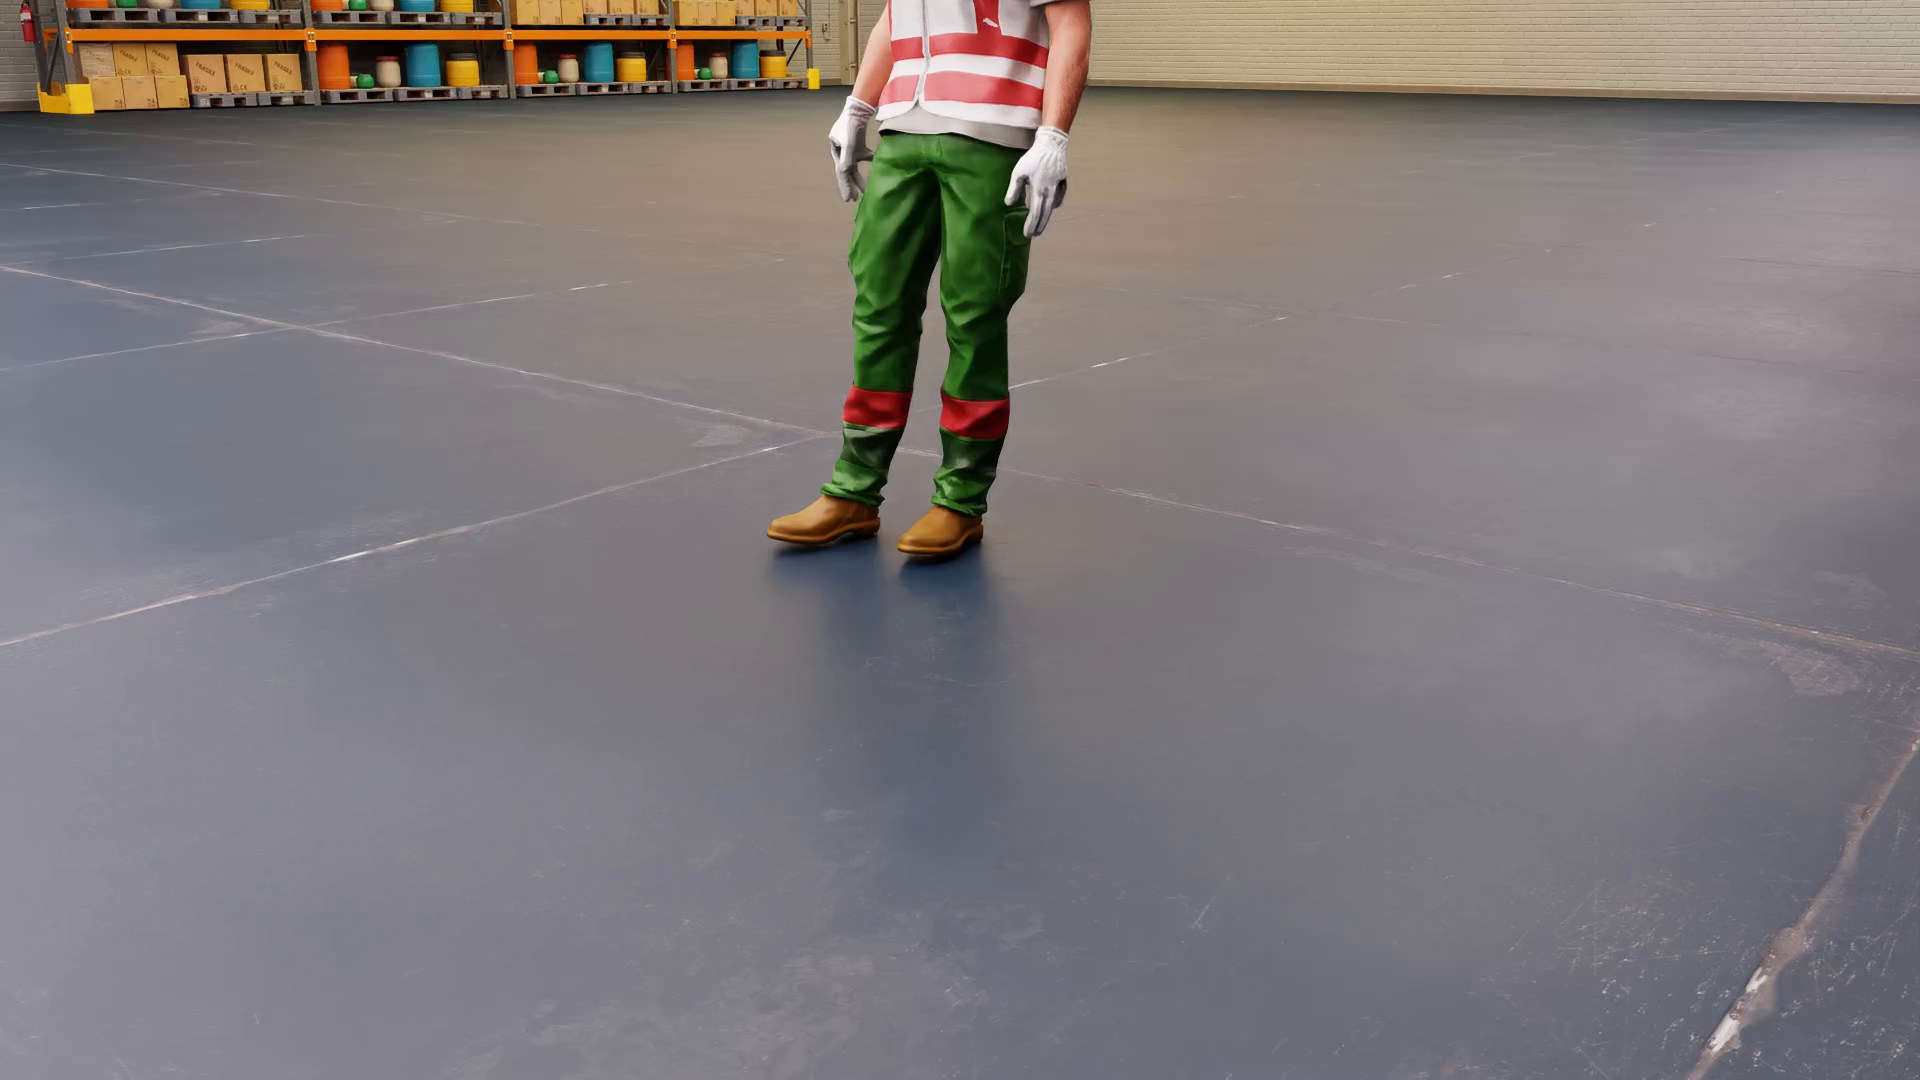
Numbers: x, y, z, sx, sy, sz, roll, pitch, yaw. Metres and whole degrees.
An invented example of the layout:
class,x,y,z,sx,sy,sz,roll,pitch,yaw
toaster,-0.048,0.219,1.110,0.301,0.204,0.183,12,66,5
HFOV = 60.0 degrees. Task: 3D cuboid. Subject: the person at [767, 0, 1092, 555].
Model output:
class,x,y,z,sx,sy,sz,roll,pitch,yaw
person,-0.061,-0.847,3.628,0.637,1.790,0.562,13,21,37
